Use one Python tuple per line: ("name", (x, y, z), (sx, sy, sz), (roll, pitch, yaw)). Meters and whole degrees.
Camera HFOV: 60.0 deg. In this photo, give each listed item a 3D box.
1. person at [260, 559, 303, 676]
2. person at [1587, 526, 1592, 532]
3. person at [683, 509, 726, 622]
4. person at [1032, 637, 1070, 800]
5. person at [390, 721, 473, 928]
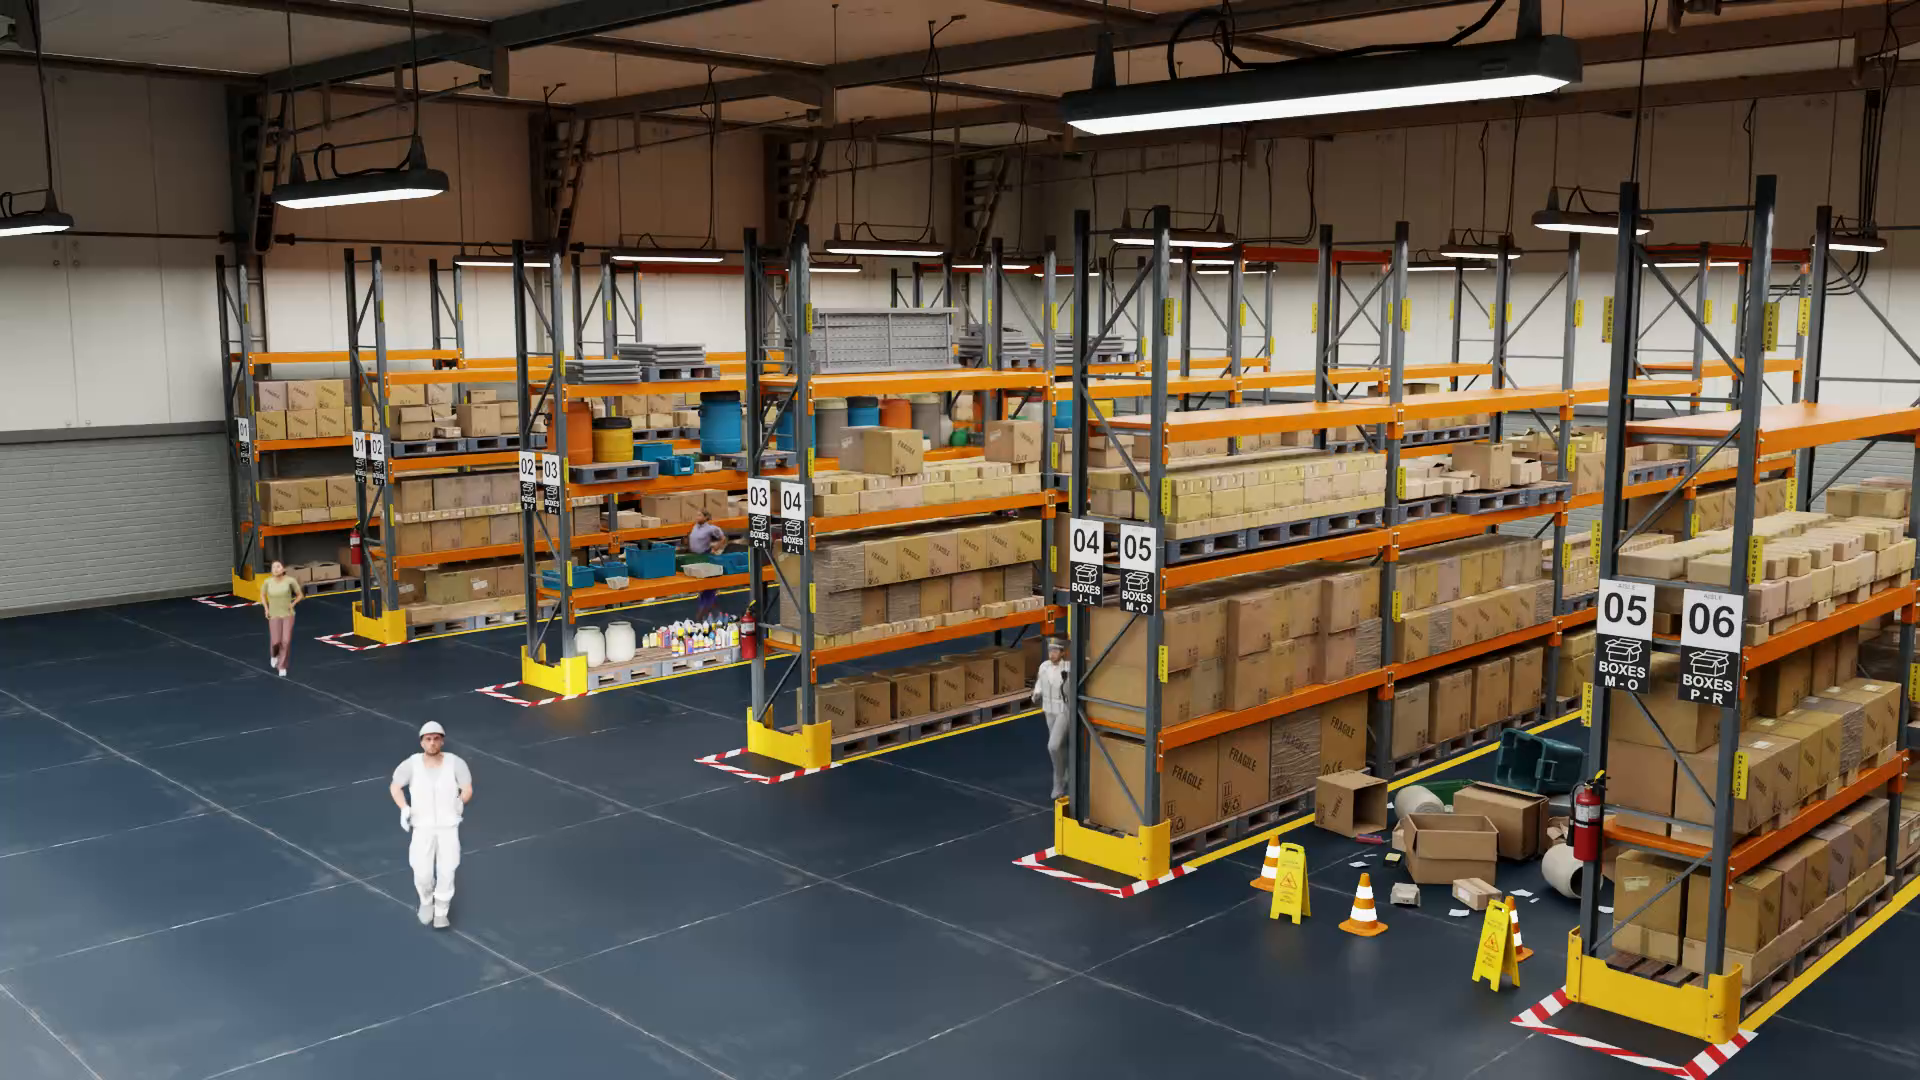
("person", (-9.486, 1.075, 23.276), (0.570, 1.637, 0.568), (-3, 8, -17))
("person", (10.079, 0.607, 26.525), (0.492, 1.678, 0.803), (8, 11, 43))
("person", (-4.053, 0.389, 26.176), (0.584, 1.746, 0.678), (8, 11, 44))
("person", (1.044, 1.857, 17.599), (0.556, 1.725, 0.770), (7, 11, 41))
("person", (-4.319, 2.366, 13.667), (0.644, 1.741, 0.581), (-3, 9, -20))
